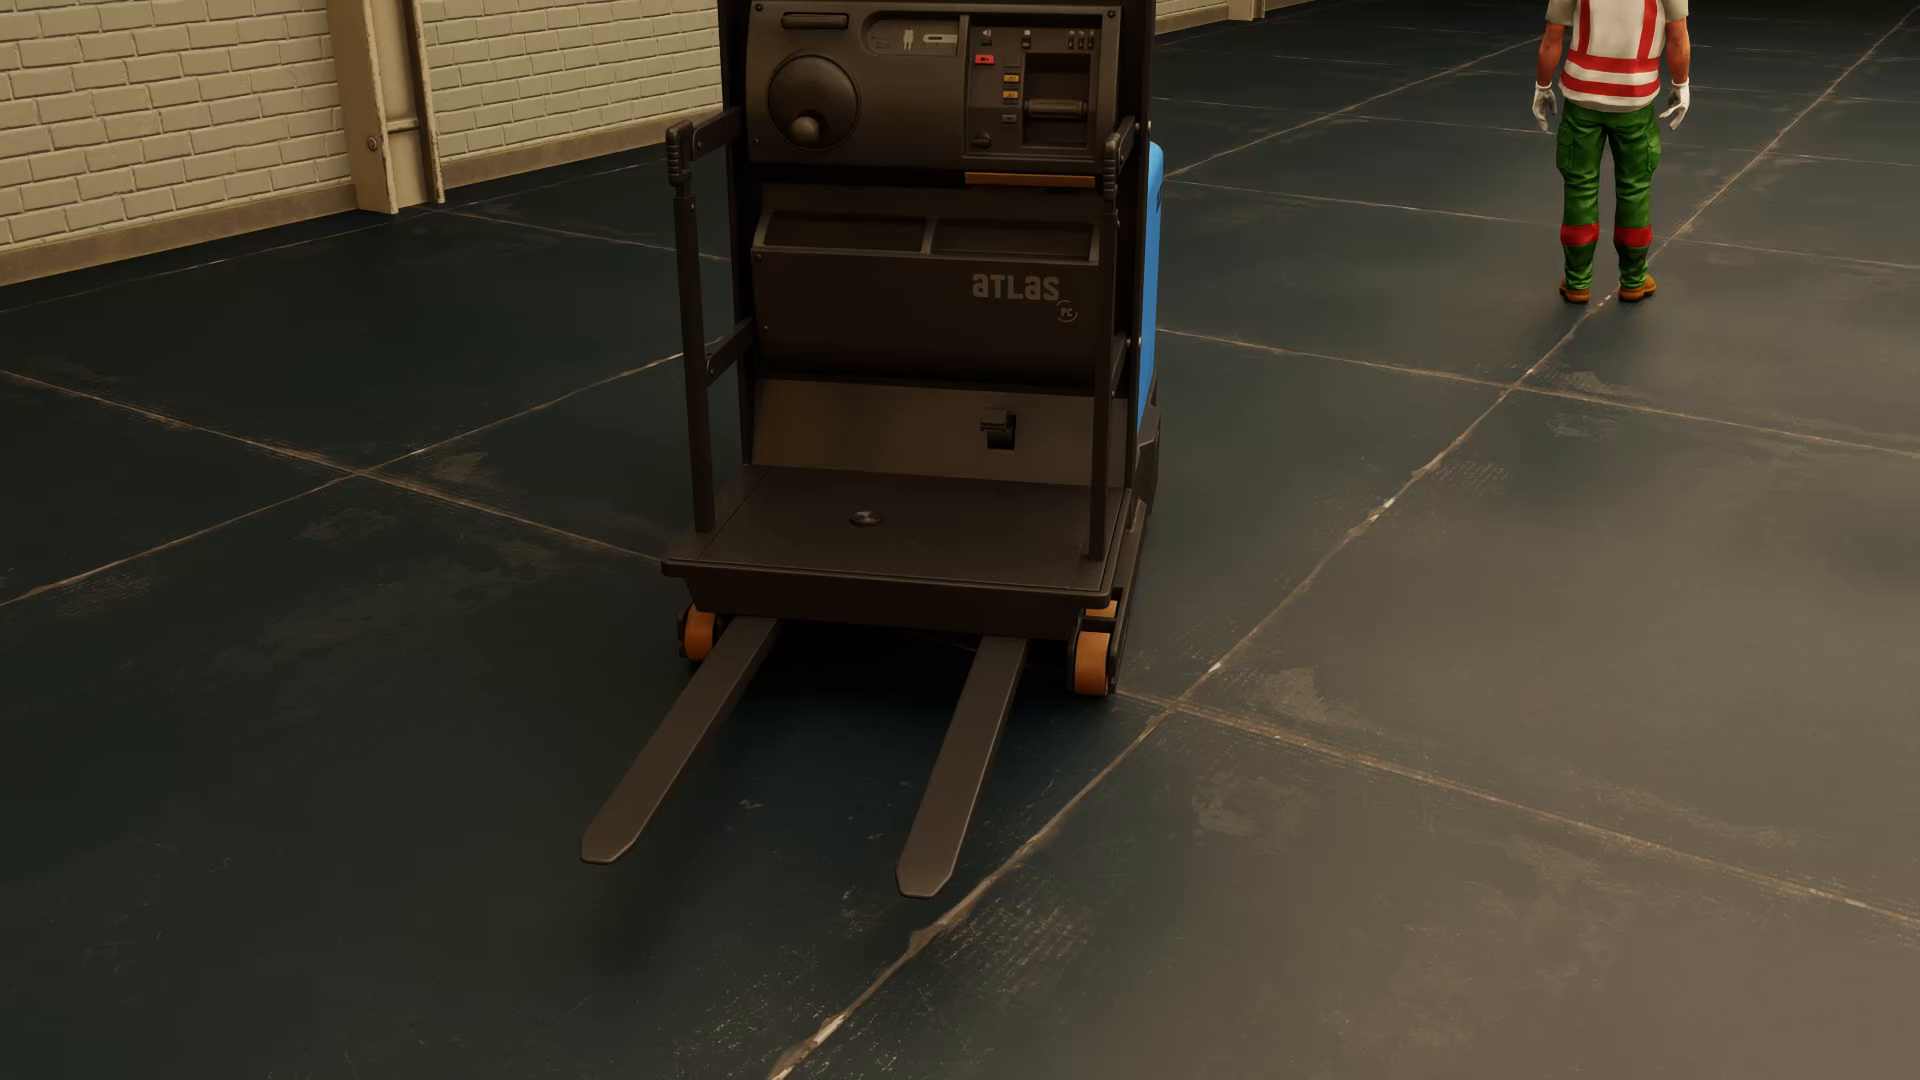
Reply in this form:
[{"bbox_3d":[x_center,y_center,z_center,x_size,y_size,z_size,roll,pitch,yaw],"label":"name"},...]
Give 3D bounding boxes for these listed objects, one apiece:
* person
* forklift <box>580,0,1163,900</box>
[{"bbox_3d":[2.856,-1.945,7.290,0.637,1.790,0.562,10,25,22],"label":"person"},{"bbox_3d":[-0.108,-1.111,3.912,1.130,2.935,3.031,4,24,9],"label":"forklift"}]
